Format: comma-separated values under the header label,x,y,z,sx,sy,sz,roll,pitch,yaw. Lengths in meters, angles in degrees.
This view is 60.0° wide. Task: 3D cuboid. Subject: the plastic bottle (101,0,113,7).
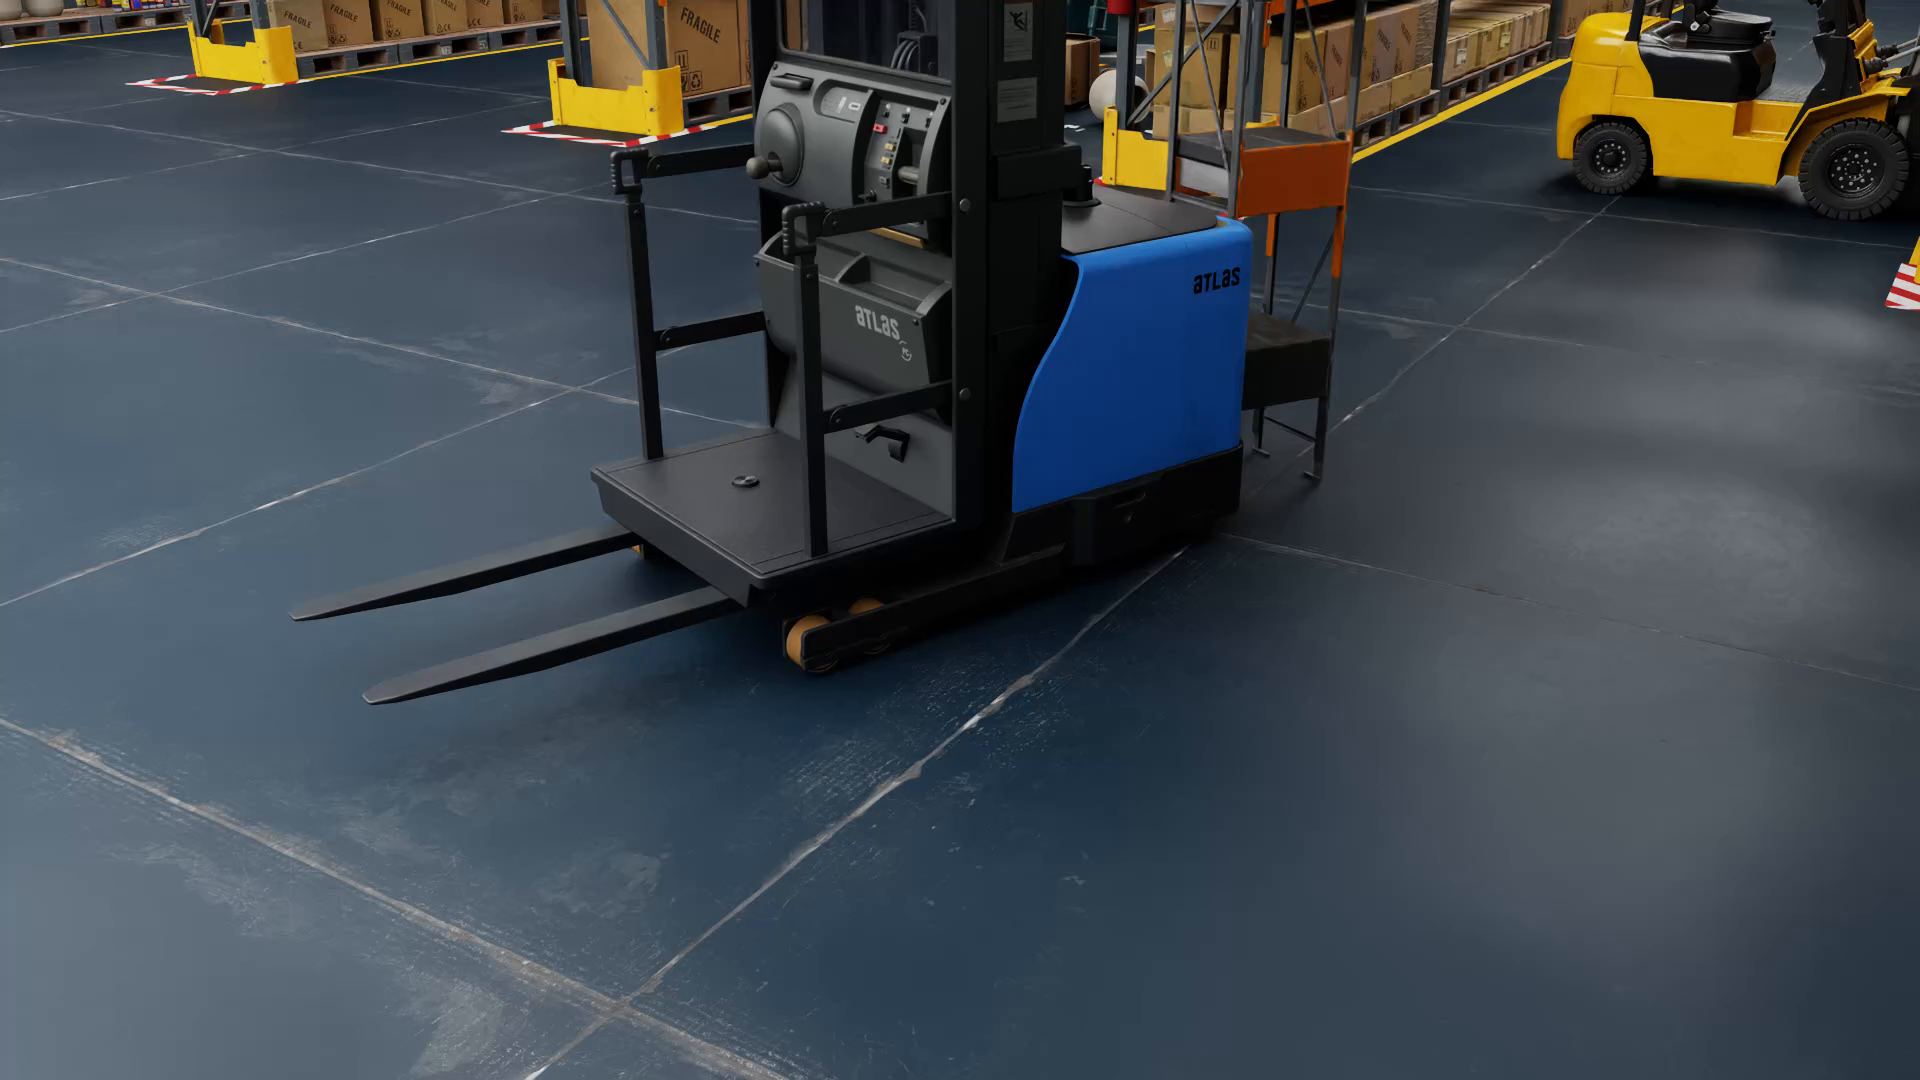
label,x,y,z,sx,sy,sz,roll,pitch,yaw
plastic bottle,-10.286,-6.574,20.025,0.061,0.283,0.133,14,27,29

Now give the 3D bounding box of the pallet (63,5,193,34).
label,x,y,z,sx,sy,sz,roll,pitch,yaw
pallet,-10.052,-6.288,20.010,1.003,0.211,1.213,14,27,29

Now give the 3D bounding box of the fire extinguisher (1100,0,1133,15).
label,x,y,z,sx,sy,sz,roll,pitch,yaw
fire extinguisher,1.046,-3.757,10.751,0.296,0.674,0.183,14,27,29

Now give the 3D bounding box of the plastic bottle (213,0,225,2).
label,x,y,z,sx,sy,sz,roll,pitch,yaw
plastic bottle,-9.215,-6.843,20.562,0.144,0.351,0.185,12,26,26

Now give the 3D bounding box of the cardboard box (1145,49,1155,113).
label,x,y,z,sx,sy,sz,roll,pitch,yaw
cardboard box,1.887,-3.862,14.039,0.500,0.500,0.500,-7,24,-17

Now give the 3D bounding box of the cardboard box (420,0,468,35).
label,x,y,z,sx,sy,sz,roll,pitch,yaw
cardboard box,-5.613,-5.660,17.665,0.500,0.500,0.500,11,26,24

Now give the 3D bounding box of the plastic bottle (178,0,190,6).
label,x,y,z,sx,sy,sz,roll,pitch,yaw
plastic bottle,-9.475,-6.646,20.201,0.152,0.276,0.135,14,27,30

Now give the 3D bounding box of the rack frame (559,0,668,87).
label,x,y,z,sx,sy,sz,roll,pitch,yaw
rack frame,-2.761,-4.738,12.919,1.000,3.000,0.127,14,27,29

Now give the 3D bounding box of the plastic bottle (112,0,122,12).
label,x,y,z,sx,sy,sz,roll,pitch,yaw
plastic bottle,-9.908,-6.346,19.513,0.097,0.271,0.097,0,23,0

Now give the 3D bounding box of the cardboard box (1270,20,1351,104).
label,x,y,z,sx,sy,sz,roll,pitch,yaw
cardboard box,2.442,-3.410,11.839,0.500,0.500,0.500,13,26,27

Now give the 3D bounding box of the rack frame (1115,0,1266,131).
label,x,y,z,sx,sy,sz,roll,pitch,yaw
rack frame,1.498,-3.735,10.601,1.000,3.000,0.127,14,27,29

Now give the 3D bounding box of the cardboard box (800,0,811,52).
label,x,y,z,sx,sy,sz,roll,pitch,yaw
cardboard box,-1.514,-4.803,15.215,0.875,0.875,0.875,14,27,29

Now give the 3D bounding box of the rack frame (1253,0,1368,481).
label,x,y,z,sx,sy,sz,roll,pitch,yaw
rack frame,1.265,-1.258,6.008,0.015,2.100,0.400,-12,25,-26

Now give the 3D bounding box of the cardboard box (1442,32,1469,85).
label,x,y,z,sx,sy,sz,roll,pitch,yaw
cardboard box,3.882,-4.249,14.569,0.950,0.372,0.625,14,27,30

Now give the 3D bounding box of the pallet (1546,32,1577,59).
label,x,y,z,sx,sy,sz,roll,pitch,yaw
pallet,6.198,-5.405,17.971,1.003,0.211,1.213,14,27,29

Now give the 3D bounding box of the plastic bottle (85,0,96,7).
label,x,y,z,sx,sy,sz,roll,pitch,yaw
plastic bottle,-10.487,-6.560,19.992,0.061,0.283,0.133,15,27,30

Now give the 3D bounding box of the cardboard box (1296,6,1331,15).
label,x,y,z,sx,sy,sz,roll,pitch,yaw
cardboard box,2.520,-3.859,12.878,0.500,0.500,0.500,15,28,32

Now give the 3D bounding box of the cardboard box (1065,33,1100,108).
label,x,y,z,sx,sy,sz,roll,pitch,yaw
cardboard box,0.760,-4.092,14.398,0.797,0.637,0.503,14,27,29

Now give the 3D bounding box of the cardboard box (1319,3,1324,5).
label,x,y,z,sx,sy,sz,roll,pitch,yaw
cardboard box,2.681,-4.311,13.106,0.380,0.149,0.250,15,28,31

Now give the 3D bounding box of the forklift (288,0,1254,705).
label,x,y,z,sx,sy,sz,roll,pitch,yaw
forklift,-0.499,-1.194,4.819,3.031,2.935,1.130,-17,29,-34

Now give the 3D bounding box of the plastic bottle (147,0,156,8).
label,x,y,z,sx,sy,sz,roll,pitch,yaw
plastic bottle,-9.675,-6.495,19.859,0.097,0.271,0.097,0,23,0

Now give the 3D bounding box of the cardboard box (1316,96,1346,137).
label,x,y,z,sx,sy,sz,roll,pitch,yaw
cardboard box,2.434,-3.051,11.953,0.500,0.250,0.500,15,28,31

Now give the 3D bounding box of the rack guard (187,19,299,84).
label,x,y,z,sx,sy,sz,roll,pitch,yaw
rack guard,-6.881,-4.690,15.954,1.175,0.500,0.348,14,27,29

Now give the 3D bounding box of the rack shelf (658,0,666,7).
label,x,y,z,sx,sy,sz,roll,pitch,yaw
rack shelf,-1.706,-5.083,14.621,1.077,0.370,4.000,14,27,29

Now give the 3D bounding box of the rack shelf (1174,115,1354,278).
label,x,y,z,sx,sy,sz,roll,pitch,yaw
rack shelf,1.051,-1.202,5.905,0.480,0.518,0.431,-12,25,-26

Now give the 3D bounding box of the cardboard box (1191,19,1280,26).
label,x,y,z,sx,sy,sz,roll,pitch,yaw
cardboard box,1.971,-3.512,12.075,0.500,0.500,0.500,15,28,31

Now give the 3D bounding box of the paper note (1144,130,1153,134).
label,x,y,z,sx,sy,sz,roll,pitch,yaw
paper note,1.542,-3.255,13.230,0.142,0.019,0.148,5,24,11

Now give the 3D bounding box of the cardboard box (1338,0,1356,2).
label,x,y,z,sx,sy,sz,roll,pitch,yaw
cardboard box,3.067,-4.217,13.704,0.500,0.500,0.500,15,28,31

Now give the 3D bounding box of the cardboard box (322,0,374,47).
label,x,y,z,sx,sy,sz,roll,pitch,yaw
cardboard box,-6.292,-5.273,16.773,0.500,0.500,0.500,-20,31,-39

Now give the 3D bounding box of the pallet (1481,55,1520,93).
label,x,y,z,sx,sy,sz,roll,pitch,yaw
pallet,4.660,-4.482,15.836,1.003,0.211,1.213,14,27,29

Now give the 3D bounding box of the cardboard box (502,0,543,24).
label,x,y,z,sx,sy,sz,roll,pitch,yaw
cardboard box,-5.056,-6.080,18.638,0.500,0.500,0.500,13,27,27

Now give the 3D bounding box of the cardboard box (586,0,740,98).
label,x,y,z,sx,sy,sz,roll,pitch,yaw
cardboard box,-2.459,-4.198,13.818,0.875,0.875,0.875,14,27,29

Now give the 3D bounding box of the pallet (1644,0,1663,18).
label,x,y,z,sx,sy,sz,roll,pitch,yaw
pallet,8.295,-6.745,21.066,1.003,0.211,1.213,14,27,29

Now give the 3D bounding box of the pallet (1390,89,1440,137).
label,x,y,z,sx,sy,sz,roll,pitch,yaw
pallet,3.283,-3.571,13.733,1.003,0.211,1.213,14,27,29

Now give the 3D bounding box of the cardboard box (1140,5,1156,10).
label,x,y,z,sx,sy,sz,roll,pitch,yaw
cardboard box,2.049,-6.669,19.997,0.500,0.500,0.500,13,26,27

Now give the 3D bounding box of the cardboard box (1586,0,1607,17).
label,x,y,z,sx,sy,sz,roll,pitch,yaw
cardboard box,6.627,-6.168,18.369,0.875,0.875,0.875,14,27,30

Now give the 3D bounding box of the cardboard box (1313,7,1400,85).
label,x,y,z,sx,sy,sz,roll,pitch,yaw
cardboard box,2.989,-3.759,12.647,0.500,0.500,0.500,15,28,32

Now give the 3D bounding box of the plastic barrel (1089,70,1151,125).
label,x,y,z,sx,sy,sz,roll,pitch,yaw
plastic barrel,1.301,-3.567,13.456,0.421,0.421,0.512,-7,24,-17

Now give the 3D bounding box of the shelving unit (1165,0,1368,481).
label,x,y,z,sx,sy,sz,roll,pitch,yaw
shelving unit,1.051,-1.215,5.900,0.503,2.100,0.431,-12,25,-26

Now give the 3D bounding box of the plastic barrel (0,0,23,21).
label,x,y,z,sx,sy,sz,roll,pitch,yaw
plastic barrel,-10.847,-6.139,18.757,0.421,0.512,0.421,0,23,0

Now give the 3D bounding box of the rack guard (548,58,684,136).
label,x,y,z,sx,sy,sz,roll,pitch,yaw
rack guard,-2.774,-3.583,13.397,1.175,0.500,0.348,14,27,29

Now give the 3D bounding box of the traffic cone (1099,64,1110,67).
label,x,y,z,sx,sy,sz,roll,pitch,yaw
traffic cone,1.339,-5.060,16.856,0.336,0.463,0.334,14,27,29

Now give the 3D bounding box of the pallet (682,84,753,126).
label,x,y,z,sx,sy,sz,roll,pitch,yaw
pallet,-2.406,-3.744,14.134,1.003,0.211,1.213,14,27,29

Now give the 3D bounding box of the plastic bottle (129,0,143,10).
label,x,y,z,sx,sy,sz,roll,pitch,yaw
plastic bottle,-9.773,-6.424,19.679,0.061,0.283,0.133,14,27,30

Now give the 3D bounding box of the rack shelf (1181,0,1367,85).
label,x,y,z,sx,sy,sz,roll,pitch,yaw
rack shelf,1.055,-1.848,5.636,0.480,0.518,0.431,-12,25,-26

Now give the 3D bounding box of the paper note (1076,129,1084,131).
label,x,y,z,sx,sy,sz,roll,pitch,yaw
paper note,0.967,-3.289,13.334,0.032,0.001,0.123,14,27,29

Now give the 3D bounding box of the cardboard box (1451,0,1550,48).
label,x,y,z,sx,sy,sz,roll,pitch,yaw
cardboard box,5.411,-5.233,16.841,0.950,0.372,0.625,12,26,25

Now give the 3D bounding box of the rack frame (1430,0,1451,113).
label,x,y,z,sx,sy,sz,roll,pitch,yaw
rack frame,3.608,-5.085,13.720,1.000,3.000,0.127,14,27,29

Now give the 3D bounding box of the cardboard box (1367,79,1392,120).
label,x,y,z,sx,sy,sz,roll,pitch,yaw
cardboard box,2.980,-3.407,12.777,0.500,0.250,0.500,14,27,30

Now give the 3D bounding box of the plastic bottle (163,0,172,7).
label,x,y,z,sx,sy,sz,roll,pitch,yaw
plastic bottle,-9.568,-6.564,20.017,0.097,0.271,0.097,0,23,0

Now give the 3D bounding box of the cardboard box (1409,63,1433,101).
label,x,y,z,sx,sy,sz,roll,pitch,yaw
cardboard box,3.524,-3.760,13.592,0.500,0.250,0.500,15,28,31

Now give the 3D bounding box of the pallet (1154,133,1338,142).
label,x,y,z,sx,sy,sz,roll,pitch,yaw
pallet,1.996,-2.747,11.831,1.003,0.211,1.213,14,27,29

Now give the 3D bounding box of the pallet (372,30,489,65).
label,x,y,z,sx,sy,sz,roll,pitch,yaw
pallet,-5.778,-5.234,17.575,1.003,0.211,1.213,14,27,29

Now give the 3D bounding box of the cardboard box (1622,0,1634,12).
label,x,y,z,sx,sy,sz,roll,pitch,yaw
cardboard box,7.569,-6.776,19.774,0.875,0.875,0.875,15,27,31

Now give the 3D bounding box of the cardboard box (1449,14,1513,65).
label,x,y,z,sx,sy,sz,roll,pitch,yaw
cardboard box,4.624,-4.727,15.674,0.950,0.372,0.625,15,28,31

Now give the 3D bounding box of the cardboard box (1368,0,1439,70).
label,x,y,z,sx,sy,sz,roll,pitch,yaw
cardboard box,3.524,-4.104,13.443,0.500,0.500,0.500,13,27,28

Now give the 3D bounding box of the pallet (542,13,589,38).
label,x,y,z,sx,sy,sz,roll,pitch,yaw
pallet,-4.402,-6.145,19.679,1.003,0.211,1.213,14,27,29

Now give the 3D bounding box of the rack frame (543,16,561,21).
label,x,y,z,sx,sy,sz,roll,pitch,yaw
rack frame,-4.811,-7.161,18.517,1.000,3.000,0.127,14,27,29
